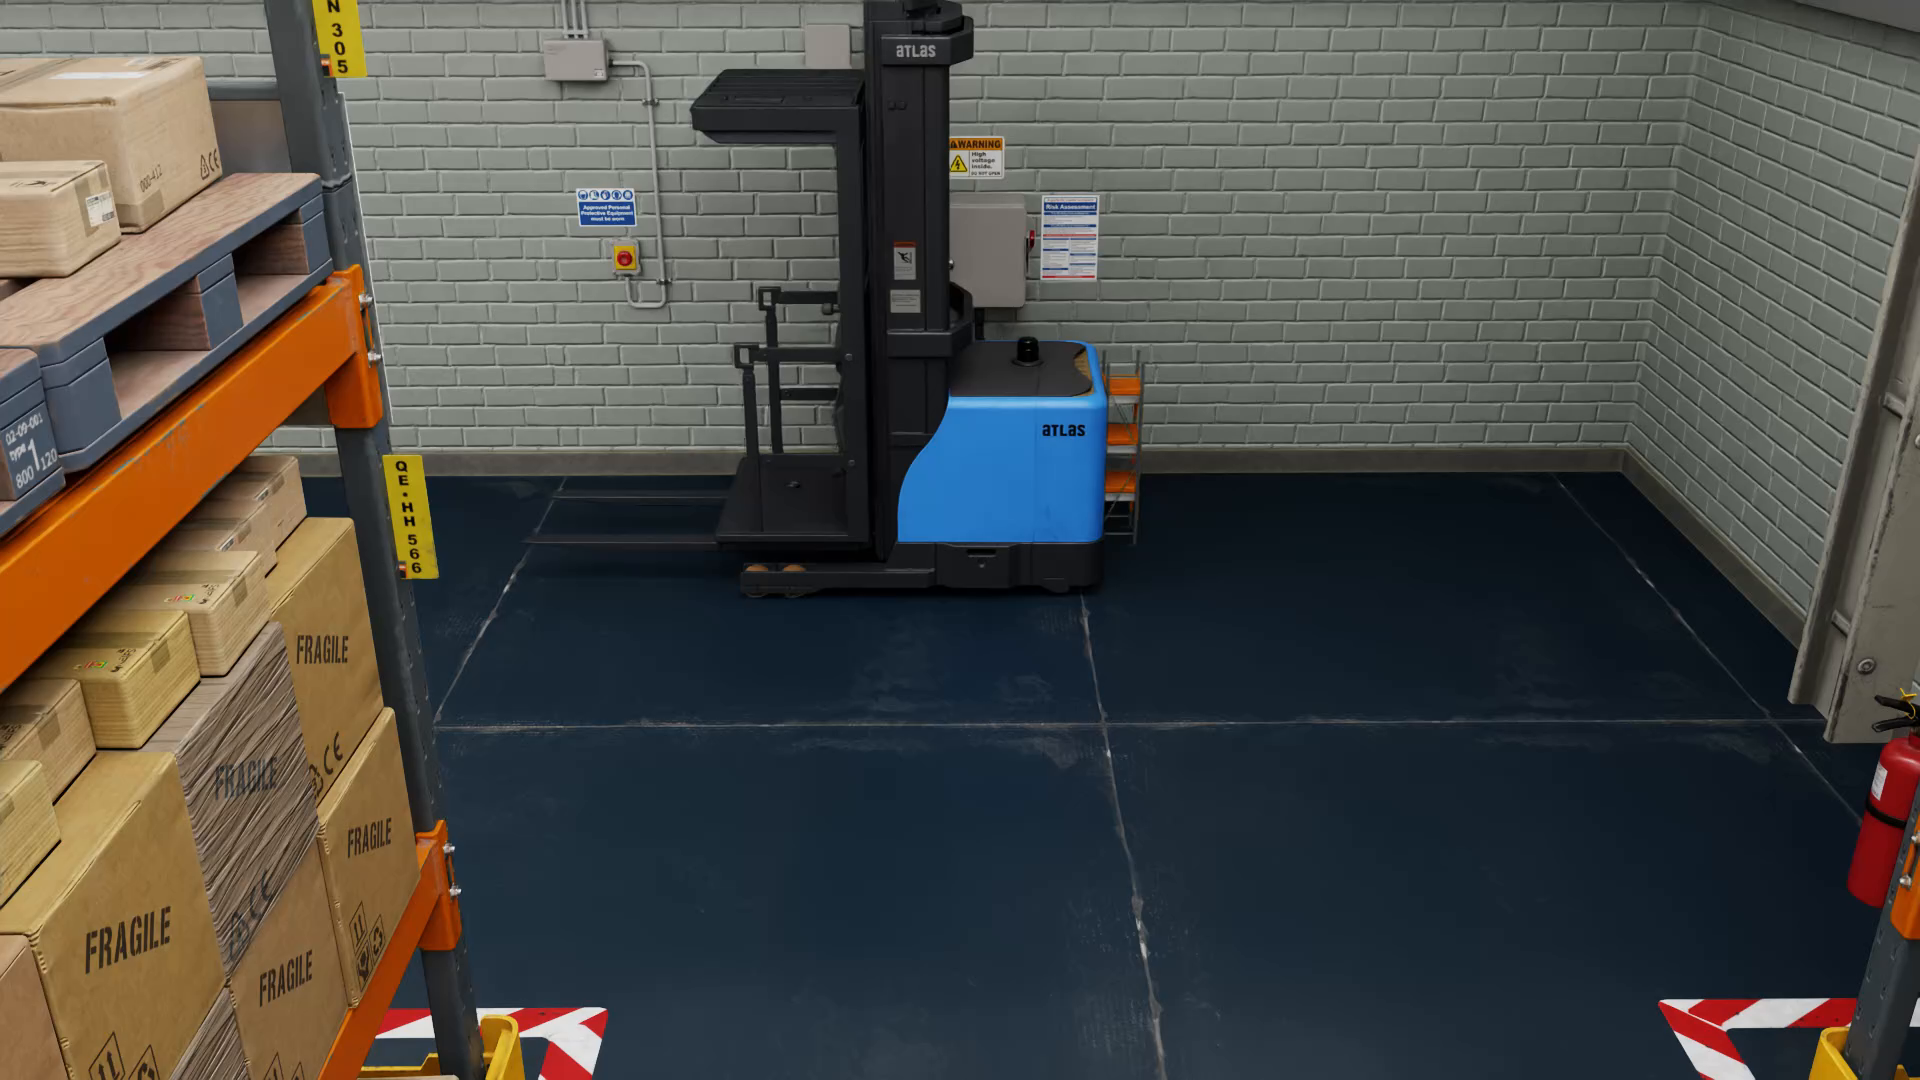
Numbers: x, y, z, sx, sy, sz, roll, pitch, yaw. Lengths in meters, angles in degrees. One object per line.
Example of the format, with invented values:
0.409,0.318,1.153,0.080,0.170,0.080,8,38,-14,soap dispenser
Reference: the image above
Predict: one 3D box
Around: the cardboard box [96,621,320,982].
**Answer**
-1.600,0.490,3.191,0.500,0.500,0.500,0,24,0,cardboard box

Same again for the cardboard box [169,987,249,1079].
-1.603,1.149,2.947,0.500,0.500,0.500,0,24,1,cardboard box

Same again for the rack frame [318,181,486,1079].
-1.879,0.579,4.331,1.000,3.000,0.127,0,24,-1,rack frame

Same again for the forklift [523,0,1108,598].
-0.766,-1.255,8.468,3.031,2.935,1.130,0,24,0,forklift

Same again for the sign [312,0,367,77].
-1.336,-1.152,3.539,0.100,0.325,0.005,0,24,-1,sign

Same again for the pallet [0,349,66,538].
-1.844,0.062,1.941,1.003,0.211,1.213,0,24,-1,pallet

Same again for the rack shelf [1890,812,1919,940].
3.107,1.707,2.709,1.077,0.370,4.000,0,24,-1,rack shelf

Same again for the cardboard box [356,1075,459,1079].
-1.771,1.826,4.172,0.875,0.438,0.875,-1,24,-2,cardboard box

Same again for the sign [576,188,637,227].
-2.012,-1.893,9.467,0.327,0.218,0.001,0,24,-1,sign

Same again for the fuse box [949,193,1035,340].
0.139,-1.107,9.621,0.539,1.711,0.414,0,24,-1,fuse box

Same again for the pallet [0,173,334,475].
-1.860,-0.442,3.055,1.003,0.211,1.213,0,24,-1,pallet

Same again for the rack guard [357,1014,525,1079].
-1.879,1.708,4.868,1.175,0.500,0.348,0,24,-1,rack guard

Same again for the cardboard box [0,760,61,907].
-1.606,0.455,2.483,0.380,0.149,0.250,0,24,1,cardboard box

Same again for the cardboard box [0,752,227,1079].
-1.598,0.694,2.741,0.500,0.500,0.500,0,24,-1,cardboard box

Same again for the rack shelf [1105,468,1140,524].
0.871,-0.235,9.195,0.215,0.259,0.240,0,24,0,rack shelf

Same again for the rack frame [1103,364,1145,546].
0.872,-0.447,8.965,0.200,1.050,0.008,0,24,0,rack frame

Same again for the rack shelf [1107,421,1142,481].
0.871,-0.488,9.081,0.215,0.259,0.240,0,24,0,rack shelf

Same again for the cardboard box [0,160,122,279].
-1.699,-0.553,2.867,0.380,0.149,0.250,-2,24,-5,cardboard box

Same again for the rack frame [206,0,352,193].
-1.879,-2.155,3.094,1.000,3.000,0.127,0,24,-1,rack frame

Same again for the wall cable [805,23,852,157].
-0.545,-2.219,9.283,0.588,1.984,0.122,0,24,-1,wall cable

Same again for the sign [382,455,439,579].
-1.336,-0.054,4.036,0.100,0.325,0.005,0,24,-1,sign

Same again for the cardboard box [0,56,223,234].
-1.784,-0.772,3.227,0.500,0.250,0.500,-2,24,-5,cardboard box

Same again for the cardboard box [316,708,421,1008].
-1.609,0.731,3.873,0.500,0.500,0.500,0,24,0,cardboard box

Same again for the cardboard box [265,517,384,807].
-1.635,0.275,3.667,0.500,0.500,0.500,1,24,1,cardboard box

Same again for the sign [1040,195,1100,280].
0.630,-1.738,9.569,0.329,0.494,0.001,0,24,-1,sign

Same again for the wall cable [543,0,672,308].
-1.964,-2.222,9.252,0.585,1.953,0.123,0,24,-1,wall cable

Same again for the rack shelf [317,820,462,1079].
-1.857,1.731,2.657,1.077,0.370,4.000,0,24,-1,rack shelf

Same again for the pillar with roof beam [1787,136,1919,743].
-0.348,-3.274,5.570,9.100,9.000,0.400,0,24,-1,pillar with roof beam

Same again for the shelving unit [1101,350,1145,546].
0.871,-0.498,9.076,0.215,1.050,0.252,0,24,0,shelving unit

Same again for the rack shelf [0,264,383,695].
-1.857,0.364,2.038,1.077,0.370,4.000,0,24,-1,rack shelf

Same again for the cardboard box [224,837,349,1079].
-1.618,0.938,3.416,0.500,0.500,0.500,-1,24,-2,cardboard box

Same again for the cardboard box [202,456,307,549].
-1.674,-0.071,3.645,0.380,0.149,0.250,0,24,0,cardboard box

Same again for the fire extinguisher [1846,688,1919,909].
2.621,0.701,4.606,0.296,0.674,0.183,0,24,-1,fire extinguisher

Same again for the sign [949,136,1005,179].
0.081,-2.155,9.374,0.339,0.242,0.001,0,24,-1,sign

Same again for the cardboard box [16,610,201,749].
-1.599,0.243,2.950,0.380,0.149,0.250,0,24,1,cardboard box

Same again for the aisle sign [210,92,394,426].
-1.569,-0.637,3.863,0.394,0.787,0.004,0,24,-1,aisle sign

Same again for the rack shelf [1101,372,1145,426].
0.871,-0.747,8.964,0.215,0.259,0.240,0,24,0,rack shelf

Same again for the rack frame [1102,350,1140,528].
0.870,-0.548,9.187,0.200,1.050,0.008,0,24,0,rack frame

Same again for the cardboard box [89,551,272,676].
-1.561,0.139,3.180,0.380,0.149,0.250,0,24,-1,cardboard box

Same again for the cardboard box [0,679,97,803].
-1.667,0.351,2.711,0.380,0.149,0.250,0,24,-1,cardboard box

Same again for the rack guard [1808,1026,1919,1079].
3.086,1.725,4.829,1.175,0.500,0.348,0,24,-1,rack guard

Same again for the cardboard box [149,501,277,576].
-1.648,0.033,3.414,0.380,0.149,0.250,0,24,0,cardboard box

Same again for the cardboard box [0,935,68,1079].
-1.594,0.901,2.282,0.500,0.500,0.500,0,24,-1,cardboard box
